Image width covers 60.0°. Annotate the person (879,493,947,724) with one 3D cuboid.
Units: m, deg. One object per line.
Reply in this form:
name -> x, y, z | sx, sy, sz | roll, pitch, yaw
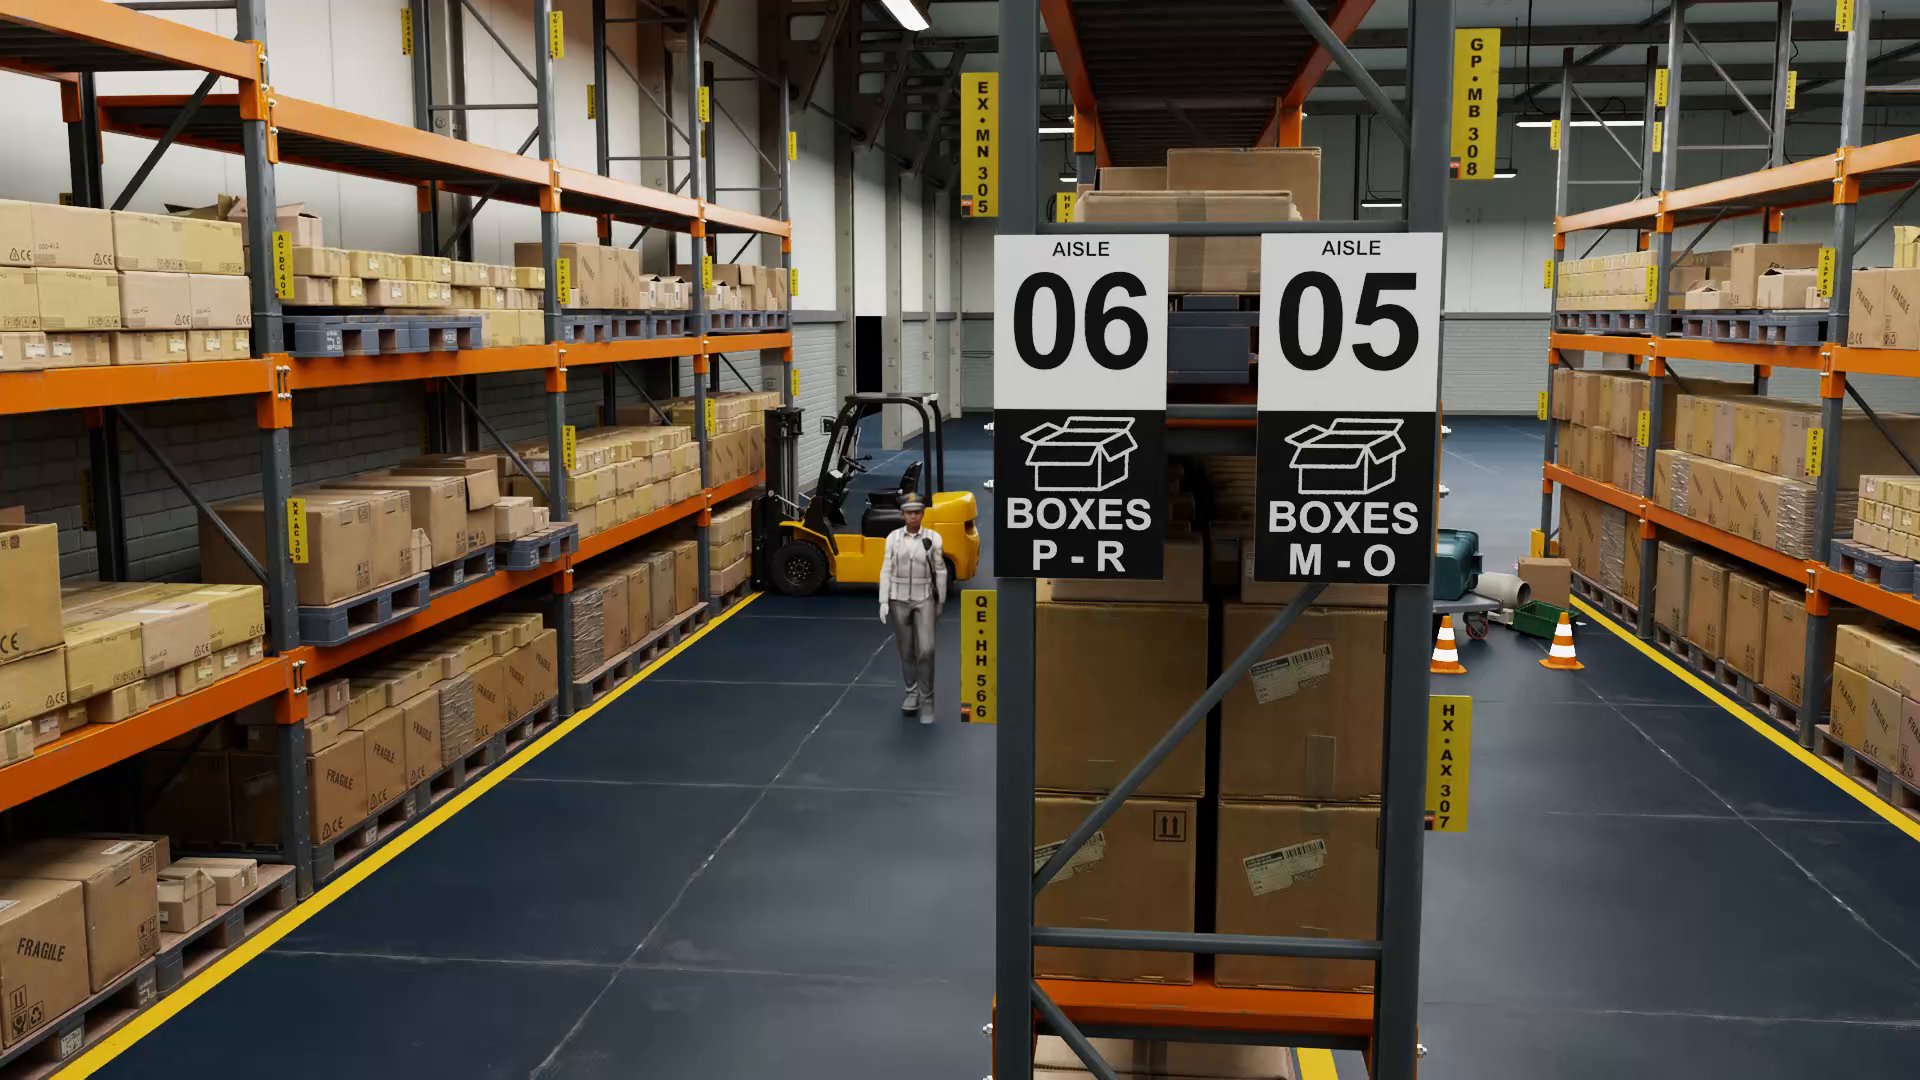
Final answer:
person -> -0.355, 0.509, 12.508 | 0.499, 1.747, 0.518 | 1, 8, 6
